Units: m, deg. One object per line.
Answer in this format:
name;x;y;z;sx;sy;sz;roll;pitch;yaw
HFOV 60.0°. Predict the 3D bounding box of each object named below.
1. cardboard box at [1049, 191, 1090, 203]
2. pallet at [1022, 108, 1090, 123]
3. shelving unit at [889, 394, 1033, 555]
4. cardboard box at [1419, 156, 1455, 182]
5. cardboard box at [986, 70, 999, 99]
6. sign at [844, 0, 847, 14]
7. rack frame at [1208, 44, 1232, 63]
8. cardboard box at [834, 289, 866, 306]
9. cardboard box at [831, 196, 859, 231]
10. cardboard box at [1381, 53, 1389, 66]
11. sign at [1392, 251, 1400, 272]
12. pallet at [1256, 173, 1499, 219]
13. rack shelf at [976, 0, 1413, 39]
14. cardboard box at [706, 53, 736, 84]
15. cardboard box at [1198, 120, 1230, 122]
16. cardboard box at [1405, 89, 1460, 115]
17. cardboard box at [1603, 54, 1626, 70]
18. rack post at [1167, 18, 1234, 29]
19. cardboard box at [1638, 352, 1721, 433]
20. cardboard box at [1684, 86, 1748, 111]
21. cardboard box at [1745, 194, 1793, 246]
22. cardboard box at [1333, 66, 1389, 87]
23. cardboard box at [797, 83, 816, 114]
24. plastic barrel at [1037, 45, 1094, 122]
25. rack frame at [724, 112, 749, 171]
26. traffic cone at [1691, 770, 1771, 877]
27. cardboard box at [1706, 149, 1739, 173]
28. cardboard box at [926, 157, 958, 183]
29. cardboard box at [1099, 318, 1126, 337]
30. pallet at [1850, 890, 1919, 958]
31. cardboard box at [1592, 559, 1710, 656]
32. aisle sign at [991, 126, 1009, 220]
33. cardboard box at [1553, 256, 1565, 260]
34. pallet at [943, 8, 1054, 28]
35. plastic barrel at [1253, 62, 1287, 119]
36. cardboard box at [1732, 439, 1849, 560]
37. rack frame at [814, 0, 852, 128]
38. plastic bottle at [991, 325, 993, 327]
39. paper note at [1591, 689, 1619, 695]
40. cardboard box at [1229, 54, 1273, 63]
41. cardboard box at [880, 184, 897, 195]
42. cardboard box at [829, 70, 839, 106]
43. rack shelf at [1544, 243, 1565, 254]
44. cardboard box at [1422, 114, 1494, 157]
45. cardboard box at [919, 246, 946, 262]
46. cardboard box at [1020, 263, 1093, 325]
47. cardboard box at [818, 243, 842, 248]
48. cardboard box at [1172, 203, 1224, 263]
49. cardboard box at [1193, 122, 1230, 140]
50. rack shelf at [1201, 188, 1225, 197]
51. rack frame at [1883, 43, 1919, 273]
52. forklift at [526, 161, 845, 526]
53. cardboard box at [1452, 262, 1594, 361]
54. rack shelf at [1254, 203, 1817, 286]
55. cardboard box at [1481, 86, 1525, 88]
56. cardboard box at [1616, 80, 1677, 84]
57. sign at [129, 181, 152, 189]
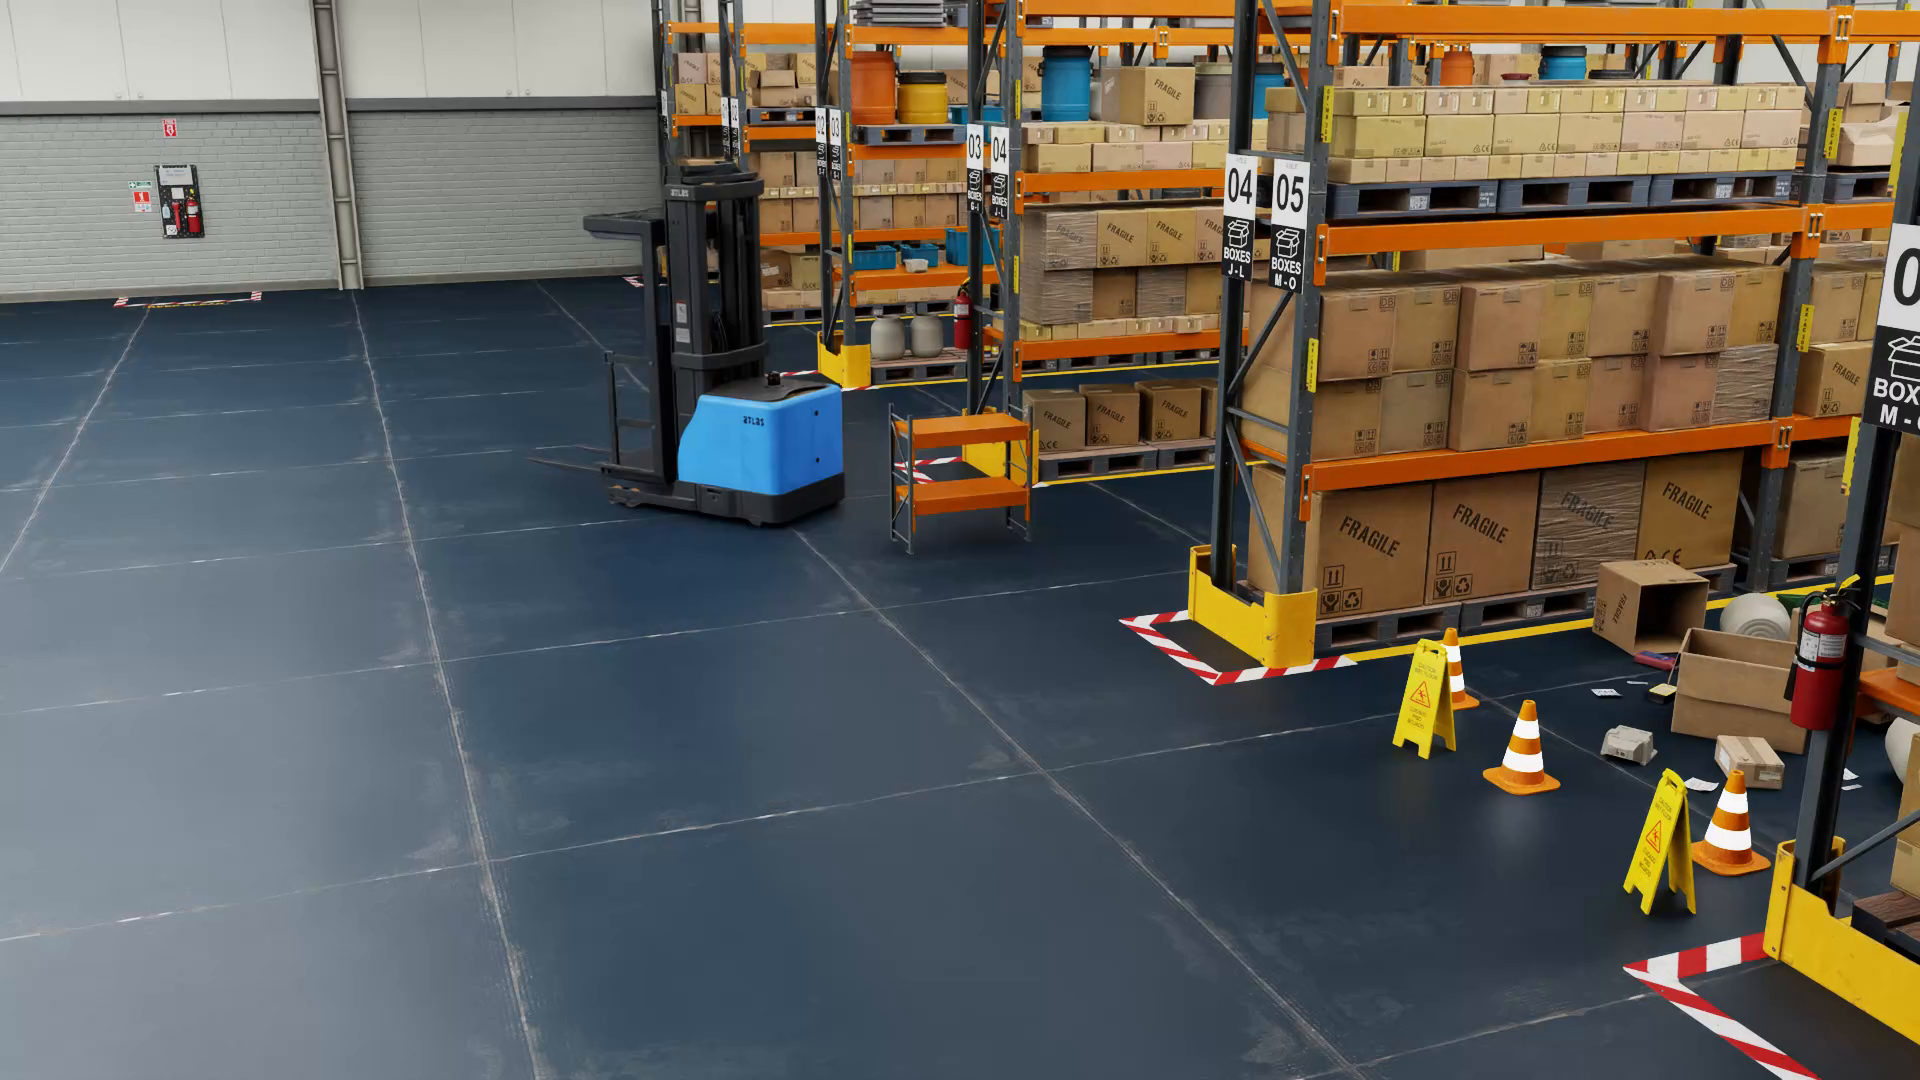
cardboard box;1.712;-5.272;26.050;0.500;0.500;0.500;-5;17;-16
pallet;1.316;-6.538;25.553;1.217;0.209;0.805;-7;18;-22
shelving unit;0.006;-0.540;13.442;1.048;1.125;0.538;-6;17;-20
cardboard box;2.890;-2.342;10.449;0.250;0.149;0.380;-6;17;-20
cardboard box;0.411;-8.248;30.115;0.500;0.500;0.500;-7;18;-22
sign;-1.277;-6.024;18.511;0.005;0.325;0.100;-6;17;-20
rack frame;4.232;-8.380;26.162;0.127;3.000;1.000;-6;17;-20
cardboard box;-1.725;-3.674;24.920;0.500;0.250;0.500;-6;17;-20
cardboard box;-1.844;-4.889;24.745;0.500;0.500;0.700;-6;17;-20
cardboard box;8.385;-9.339;32.766;0.500;0.500;0.500;-7;18;-23
sign;4.239;-2.764;16.152;0.005;0.325;0.100;-6;17;-20
pallet;2.672;-2.247;10.759;1.213;0.211;1.003;-6;17;-20
rack shelf;2.170;-4.821;15.327;4.000;0.370;1.077;-6;17;-20
cardboard box;-4.081;-7.986;28.159;0.500;0.500;0.500;-6;18;-21
cardboard box;2.420;-3.957;15.983;0.250;0.149;0.380;-7;18;-21
cardboard box;2.882;-2.724;10.335;0.250;0.149;0.380;-6;18;-21
cardboard box;11.228;-8.218;28.985;0.500;0.500;0.700;-6;17;-20
rack post;4.074;-6.990;21.074;3.121;1.000;1.013;-6;17;-20
cardboard box;4.873;-1.146;11.911;0.550;0.550;0.875;-6;17;-20
cardboard box;5.020;-2.955;11.122;0.250;0.149;0.380;-6;17;-20
cardboard box;9.071;-3.558;18.433;0.637;0.503;0.797;-6;17;-19
cardboard box;3.709;-4.248;15.825;0.500;0.500;0.500;-7;18;-22
cardboard box;-2.643;-7.668;28.850;0.500;0.500;0.500;-7;18;-22
plastic barrel;1.298;-5.603;20.397;0.708;0.901;0.600;-6;17;-20
rack frame;-3.238;-4.694;24.261;0.127;3.000;1.000;-6;17;-20
traffic cone;3.789;1.354;8.166;0.334;0.463;0.336;-6;17;-20
cardboard box;5.017;-2.571;11.230;0.250;0.149;0.380;-6;17;-19
cardboard box;-0.387;-5.671;25.105;0.500;0.500;0.700;-6;17;-20
cardboard box;1.359;-2.005;15.549;0.250;0.149;0.380;-6;17;-20
pallet;4.691;1.777;7.171;1.213;0.211;1.003;-6;17;-20
cardboard box;4.636;0.449;11.178;0.500;0.500;0.500;-3;17;-11
aisle sign;0.352;-3.250;14.728;0.004;0.787;0.394;-6;17;-20
cardboard box;6.313;-2.792;17.276;0.258;0.266;0.396;-7;18;-22
pallet;0.365;-6.176;19.702;1.213;0.211;1.003;-6;17;-20
plastic barrel;3.884;-5.714;21.520;0.708;0.901;0.600;-6;17;-20
cardboard box;6.266;-0.384;12.830;0.750;0.750;1.050;-6;17;-20
rack frame;-1.470;-6.269;18.976;0.127;3.000;1.000;-6;17;-20
plastic bottle;0.372;-2.589;21.132;0.133;0.283;0.061;-6;17;-20
paper note;4.016;0.946;10.327;0.142;0.017;0.144;0;16;-1
cardboard box;4.641;-7.510;26.574;0.500;0.500;0.500;-6;17;-20
cardboard box;-1.114;-5.218;24.715;0.250;0.149;0.380;-6;17;-18
cardboard box;-1.590;-6.546;24.070;0.500;0.500;0.500;-6;17;-20
rack shelf;7.868;-4.054;23.356;4.000;0.370;1.077;-6;17;-20
cardboard box;2.999;-2.565;10.500;0.500;0.250;0.500;-6;18;-21
cardboard box;-0.329;-4.188;25.340;0.500;0.500;0.500;-6;17;-20
cardboard box;0.826;-2.327;15.492;0.500;0.500;0.875;-6;17;-20
cardboard box;-2.234;-5.297;29.969;0.500;0.500;0.500;-8;18;-24
cardboard box;2.314;-2.893;15.647;0.500;0.500;0.500;-6;17;-20
cardboard box;2.326;-3.803;15.458;0.250;0.149;0.380;-7;18;-22
rack shelf;4.323;-6.660;32.232;4.000;0.370;1.077;-6;17;-20
rack frame;3.849;-2.359;5.660;0.127;3.000;1.000;-6;17;-20
forklift;-2.539;-1.809;14.558;3.031;2.935;1.130;9;19;29
cardboard box;3.844;-1.578;11.465;0.500;0.550;0.875;-6;17;-20
rack shelf;3.851;-2.068;11.271;4.000;0.370;1.077;-6;17;-20
cardboard box;3.601;-3.000;11.276;0.250;0.149;0.380;-6;17;-20
cardboard box;6.942;-4.453;17.050;0.500;0.500;0.500;-6;17;-20
sign;-13.140;-5.692;26.655;0.331;0.109;0.001;-6;17;-20
